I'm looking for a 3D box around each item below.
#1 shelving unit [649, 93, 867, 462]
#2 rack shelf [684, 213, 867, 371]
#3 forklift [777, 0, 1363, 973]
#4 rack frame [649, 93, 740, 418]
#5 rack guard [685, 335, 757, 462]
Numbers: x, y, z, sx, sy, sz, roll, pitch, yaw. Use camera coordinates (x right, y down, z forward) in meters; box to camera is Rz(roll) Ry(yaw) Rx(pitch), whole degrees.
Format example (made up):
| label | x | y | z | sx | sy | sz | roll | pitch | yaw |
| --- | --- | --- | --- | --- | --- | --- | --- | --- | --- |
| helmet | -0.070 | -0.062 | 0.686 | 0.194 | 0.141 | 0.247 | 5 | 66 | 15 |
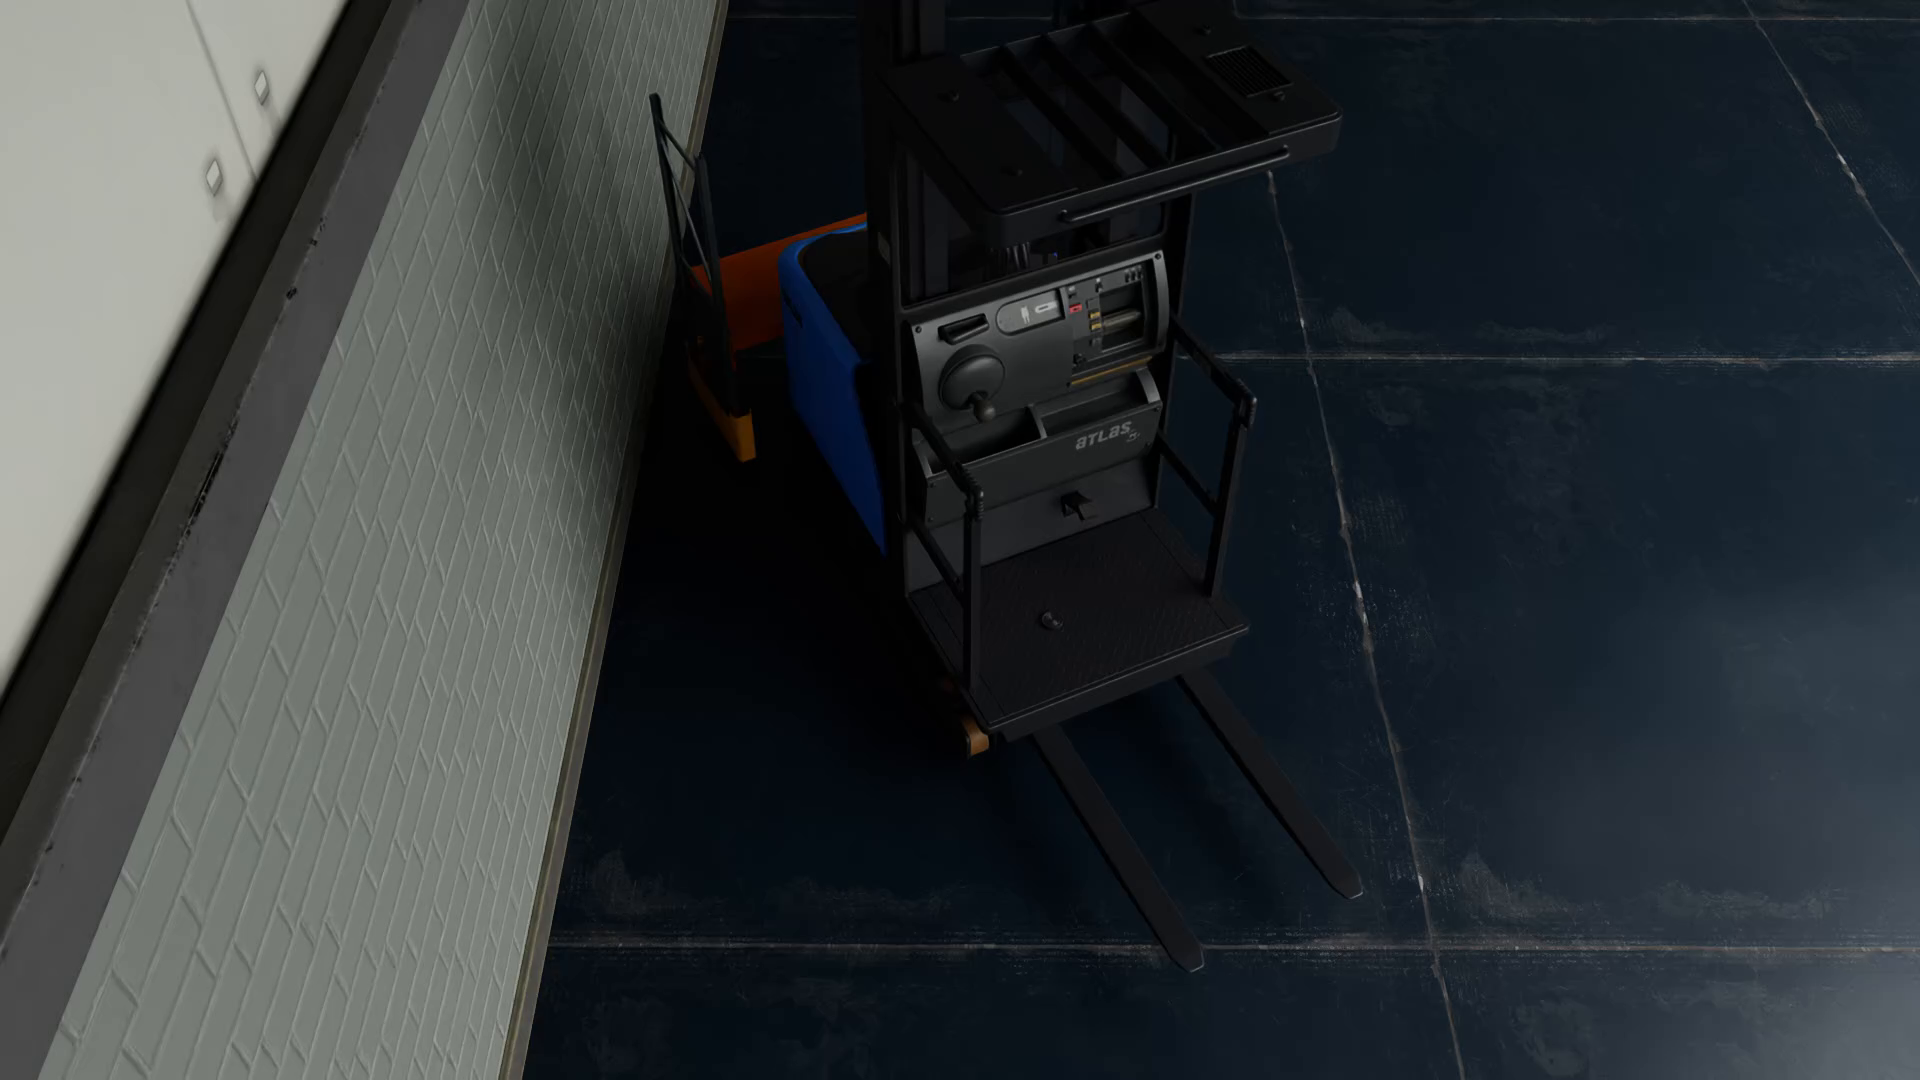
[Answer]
| label | x | y | z | sx | sy | sz | roll | pitch | yaw |
| --- | --- | --- | --- | --- | --- | --- | --- | --- | --- |
| shelving unit | -0.604 | -1.217 | 6.939 | 1.083 | 1.500 | 0.587 | -21 | 51 | -19 |
| rack shelf | -0.612 | -1.092 | 7.068 | 1.000 | 0.185 | 0.538 | -21 | 51 | -19 |
| forklift | 0.369 | -0.583 | 5.371 | 1.130 | 2.935 | 3.031 | -19 | 50 | -17 |
| rack frame | -1.060 | -1.039 | 6.773 | 0.032 | 1.500 | 0.500 | -21 | 51 | -19 |
| rack guard | -1.043 | -0.619 | 7.236 | 0.087 | 0.250 | 0.587 | -21 | 51 | -19 |
